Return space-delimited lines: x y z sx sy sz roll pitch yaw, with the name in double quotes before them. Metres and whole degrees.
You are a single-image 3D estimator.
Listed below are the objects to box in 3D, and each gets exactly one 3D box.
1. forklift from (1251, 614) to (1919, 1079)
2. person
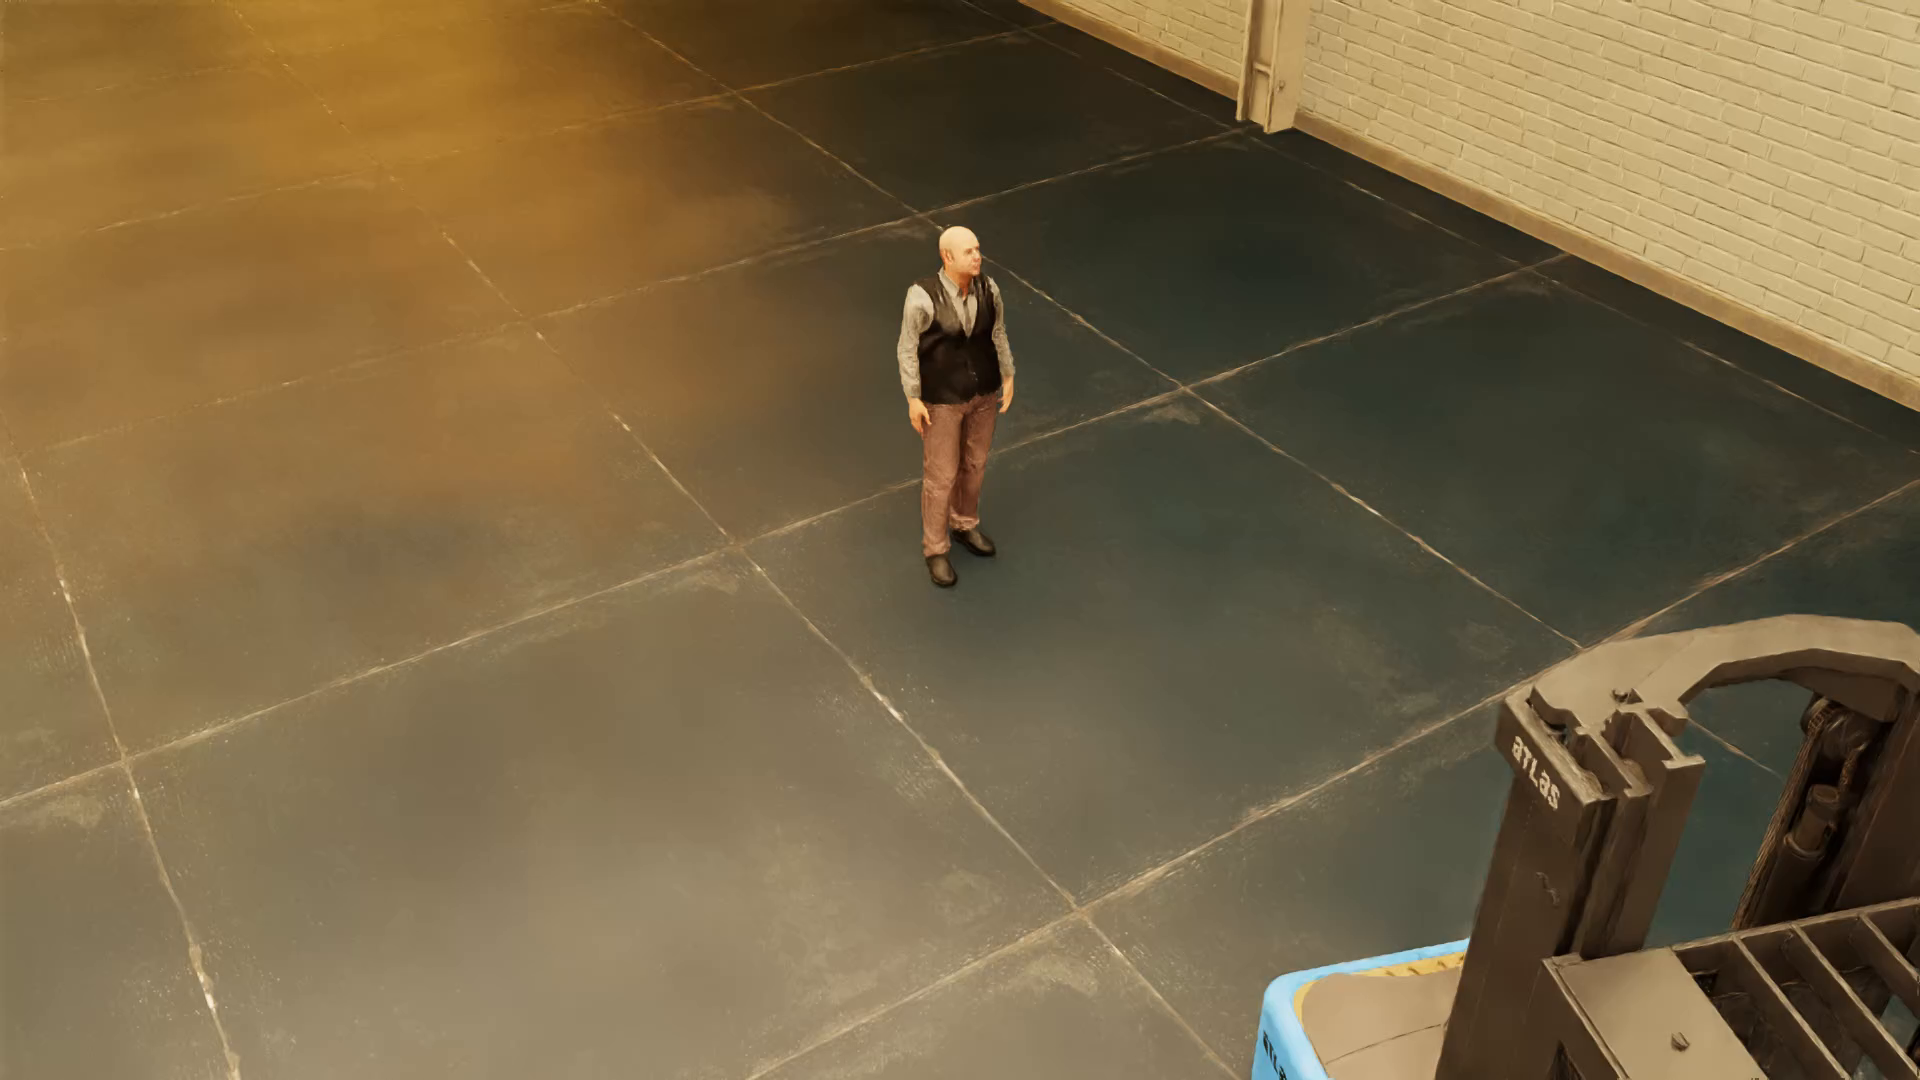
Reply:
"forklift" 1.722 1.750 3.657 1.130 2.935 3.031 -8 36 -11
"person" 0.027 -0.678 8.152 0.632 1.720 0.567 -21 40 -27
